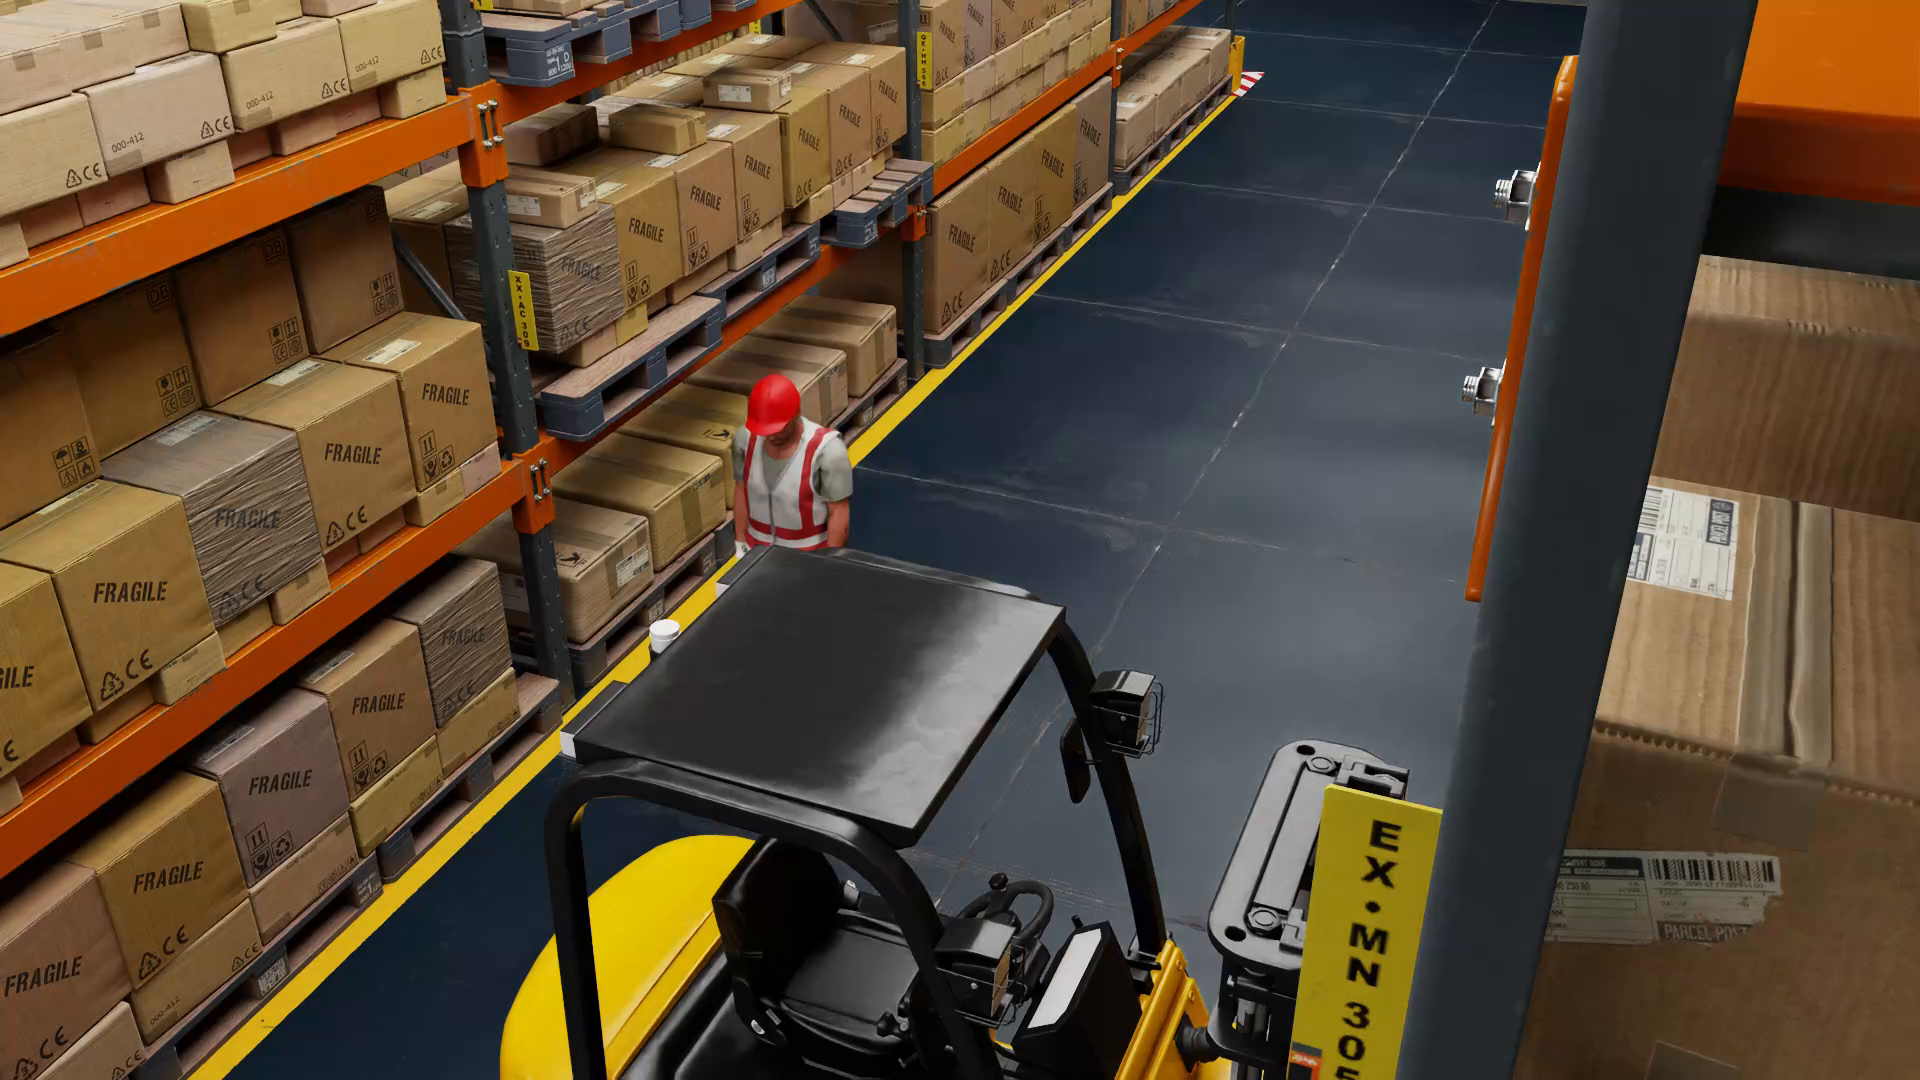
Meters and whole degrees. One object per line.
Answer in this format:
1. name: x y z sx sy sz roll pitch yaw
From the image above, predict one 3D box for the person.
1. person: -0.708 0.095 6.975 0.538 1.752 0.428 12 32 20
